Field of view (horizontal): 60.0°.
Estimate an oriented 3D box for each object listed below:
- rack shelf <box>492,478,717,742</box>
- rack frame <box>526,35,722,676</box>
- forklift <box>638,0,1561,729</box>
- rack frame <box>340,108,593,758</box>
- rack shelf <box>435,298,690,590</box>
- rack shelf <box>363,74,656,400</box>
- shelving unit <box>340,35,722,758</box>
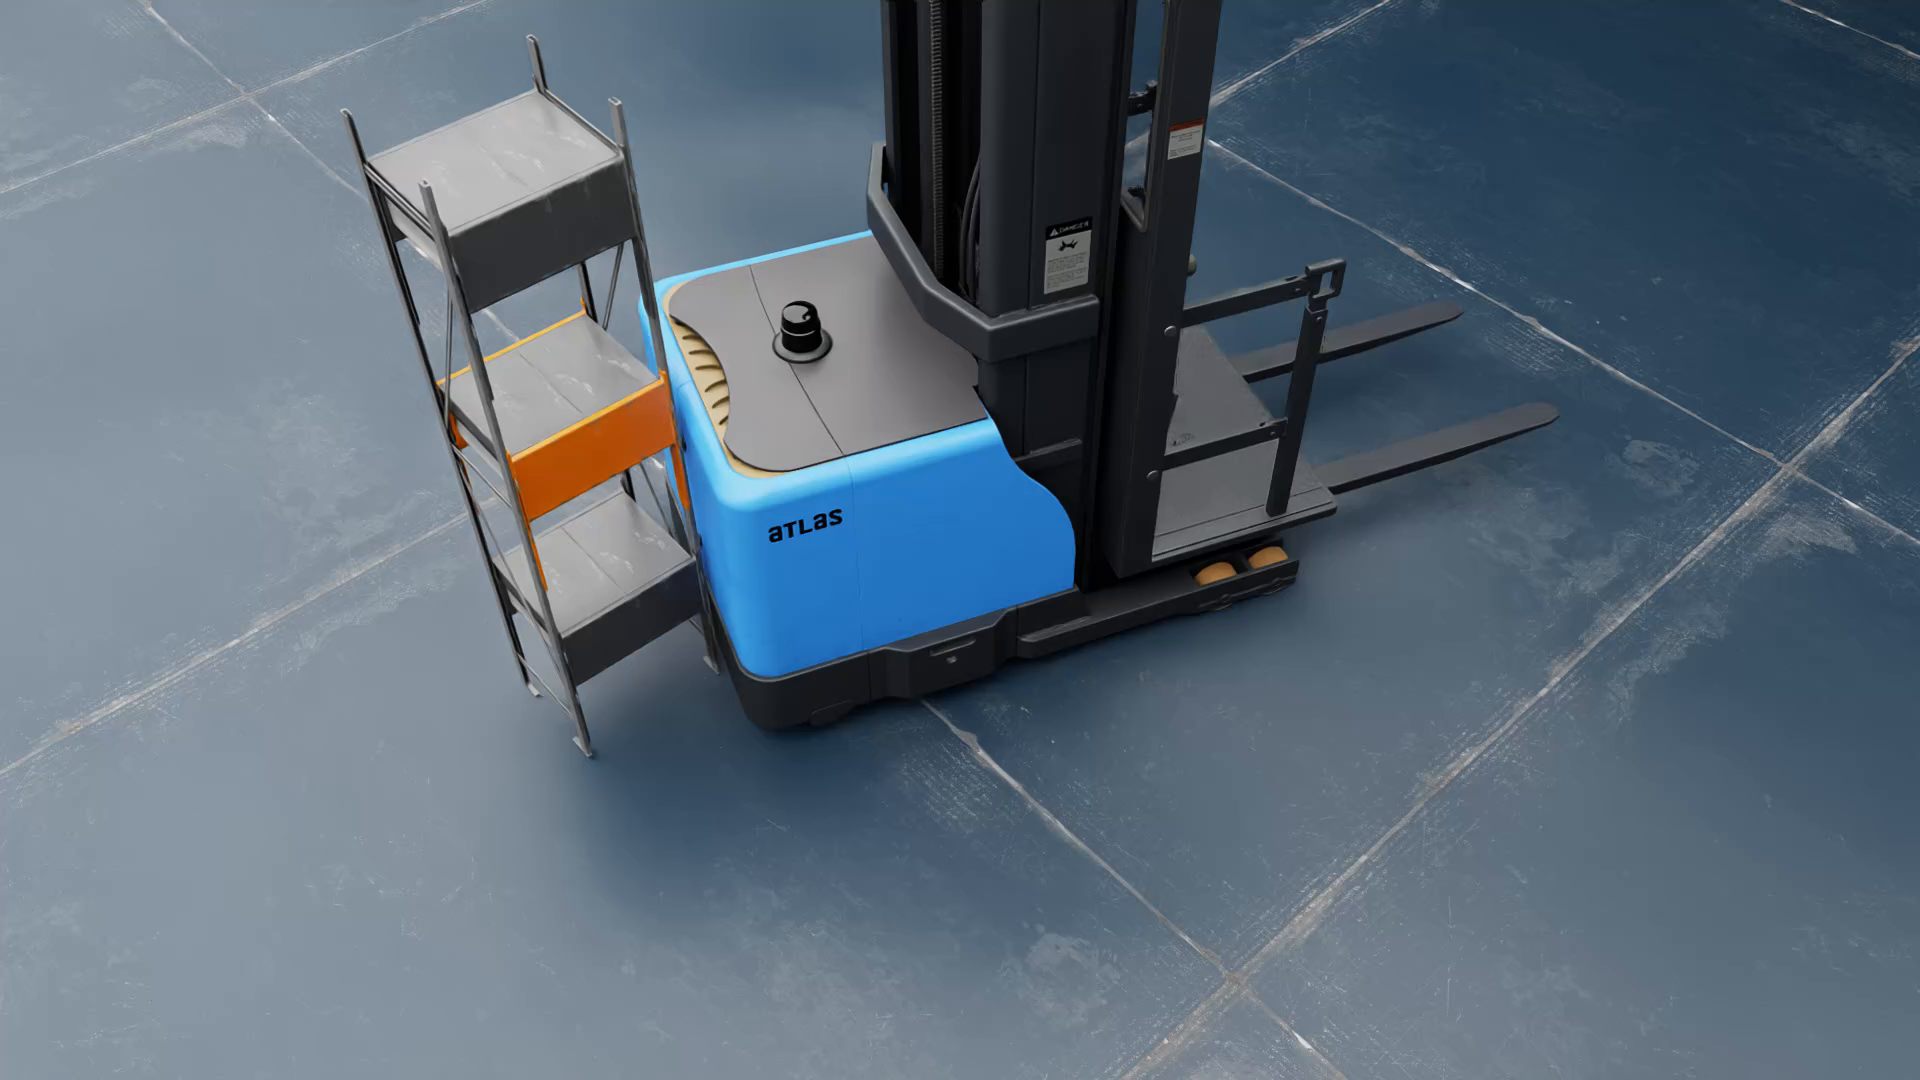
[{"bbox_3d":[-1.087,0.212,5.094,0.480,0.518,0.431,-32,55,-26],"label":"rack shelf"},{"bbox_3d":[-0.906,-0.392,4.681,0.015,2.100,0.400,-32,55,-26],"label":"rack frame"},{"bbox_3d":[0.587,-1.106,4.776,3.031,2.935,1.130,-16,49,-14],"label":"forklift"},{"bbox_3d":[-1.275,-0.158,4.464,0.015,2.100,0.400,-32,55,-26],"label":"rack frame"},{"bbox_3d":[-1.091,-0.266,4.582,0.480,0.518,0.431,-32,55,-26],"label":"rack shelf"},{"bbox_3d":[-1.094,-0.744,4.071,0.480,0.518,0.431,-32,55,-26],"label":"rack shelf"},{"bbox_3d":[-1.091,-0.275,4.572,0.503,2.100,0.431,-32,55,-26],"label":"shelving unit"}]
